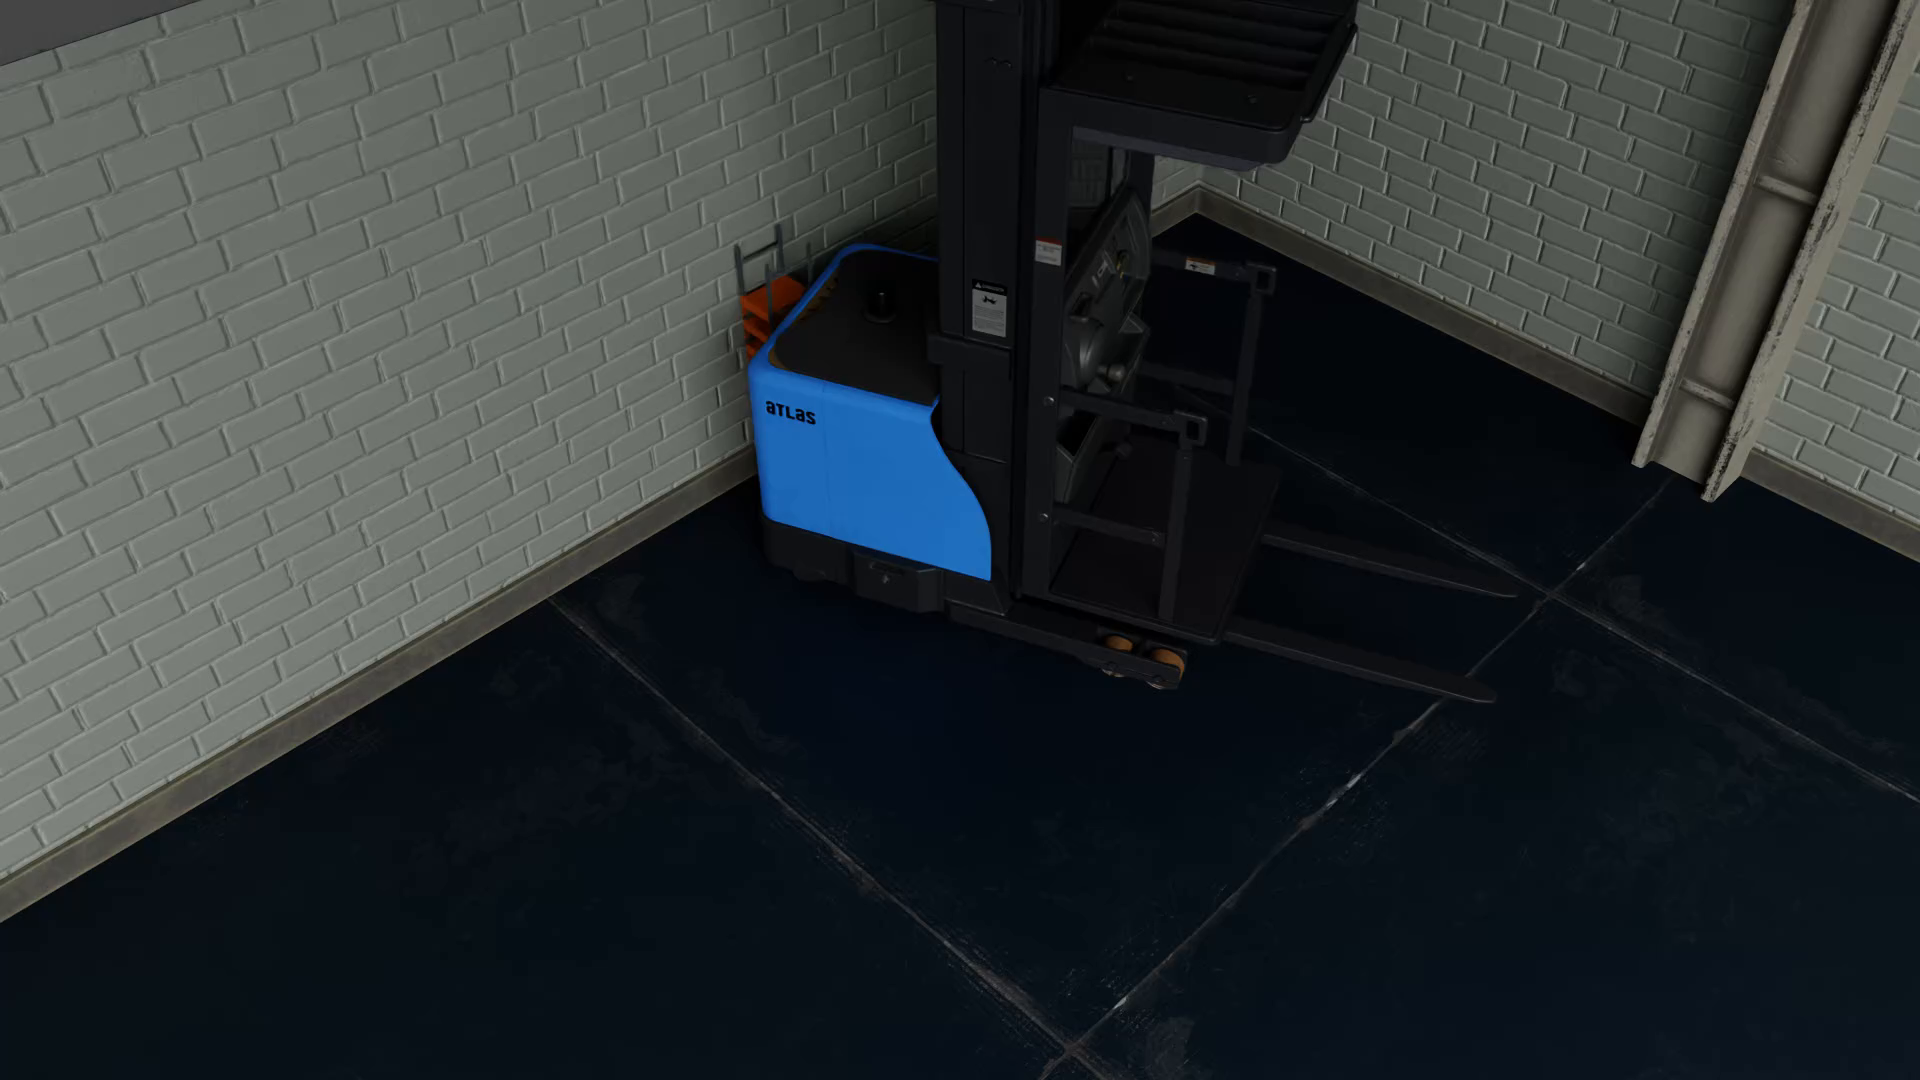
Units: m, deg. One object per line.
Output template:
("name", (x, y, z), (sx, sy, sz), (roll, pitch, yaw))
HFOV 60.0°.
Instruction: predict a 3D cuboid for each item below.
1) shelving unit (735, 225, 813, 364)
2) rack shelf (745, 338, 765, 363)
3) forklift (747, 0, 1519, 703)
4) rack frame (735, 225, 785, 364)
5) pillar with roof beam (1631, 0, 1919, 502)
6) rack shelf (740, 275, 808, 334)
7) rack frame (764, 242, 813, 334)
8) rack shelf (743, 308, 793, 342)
("shelving unit", (-0.763, -0.762, 7.191), (0.258, 1.200, 0.189), (-34, 53, -31))
("rack shelf", (-0.763, -0.818, 7.139), (0.258, 0.103, 0.180), (-34, 53, -31))
("forklift", (0.729, -0.892, 6.056), (3.031, 2.935, 1.130), (15, 45, 16))
("rack frame", (-0.828, -0.806, 7.238), (0.240, 1.200, 0.006), (-34, 53, -31))
("pillar with roof beam", (0.277, -1.575, 2.324), (9.100, 9.000, 0.400), (-34, 53, -31))
("rack shelf", (-0.763, -0.994, 6.976), (0.258, 0.103, 0.180), (-34, 53, -31))
("rack frame", (-0.698, -0.718, 7.143), (0.240, 1.200, 0.006), (-34, 53, -31))
("rack shelf", (-0.763, -0.906, 7.058), (0.258, 0.103, 0.180), (-34, 53, -31))
